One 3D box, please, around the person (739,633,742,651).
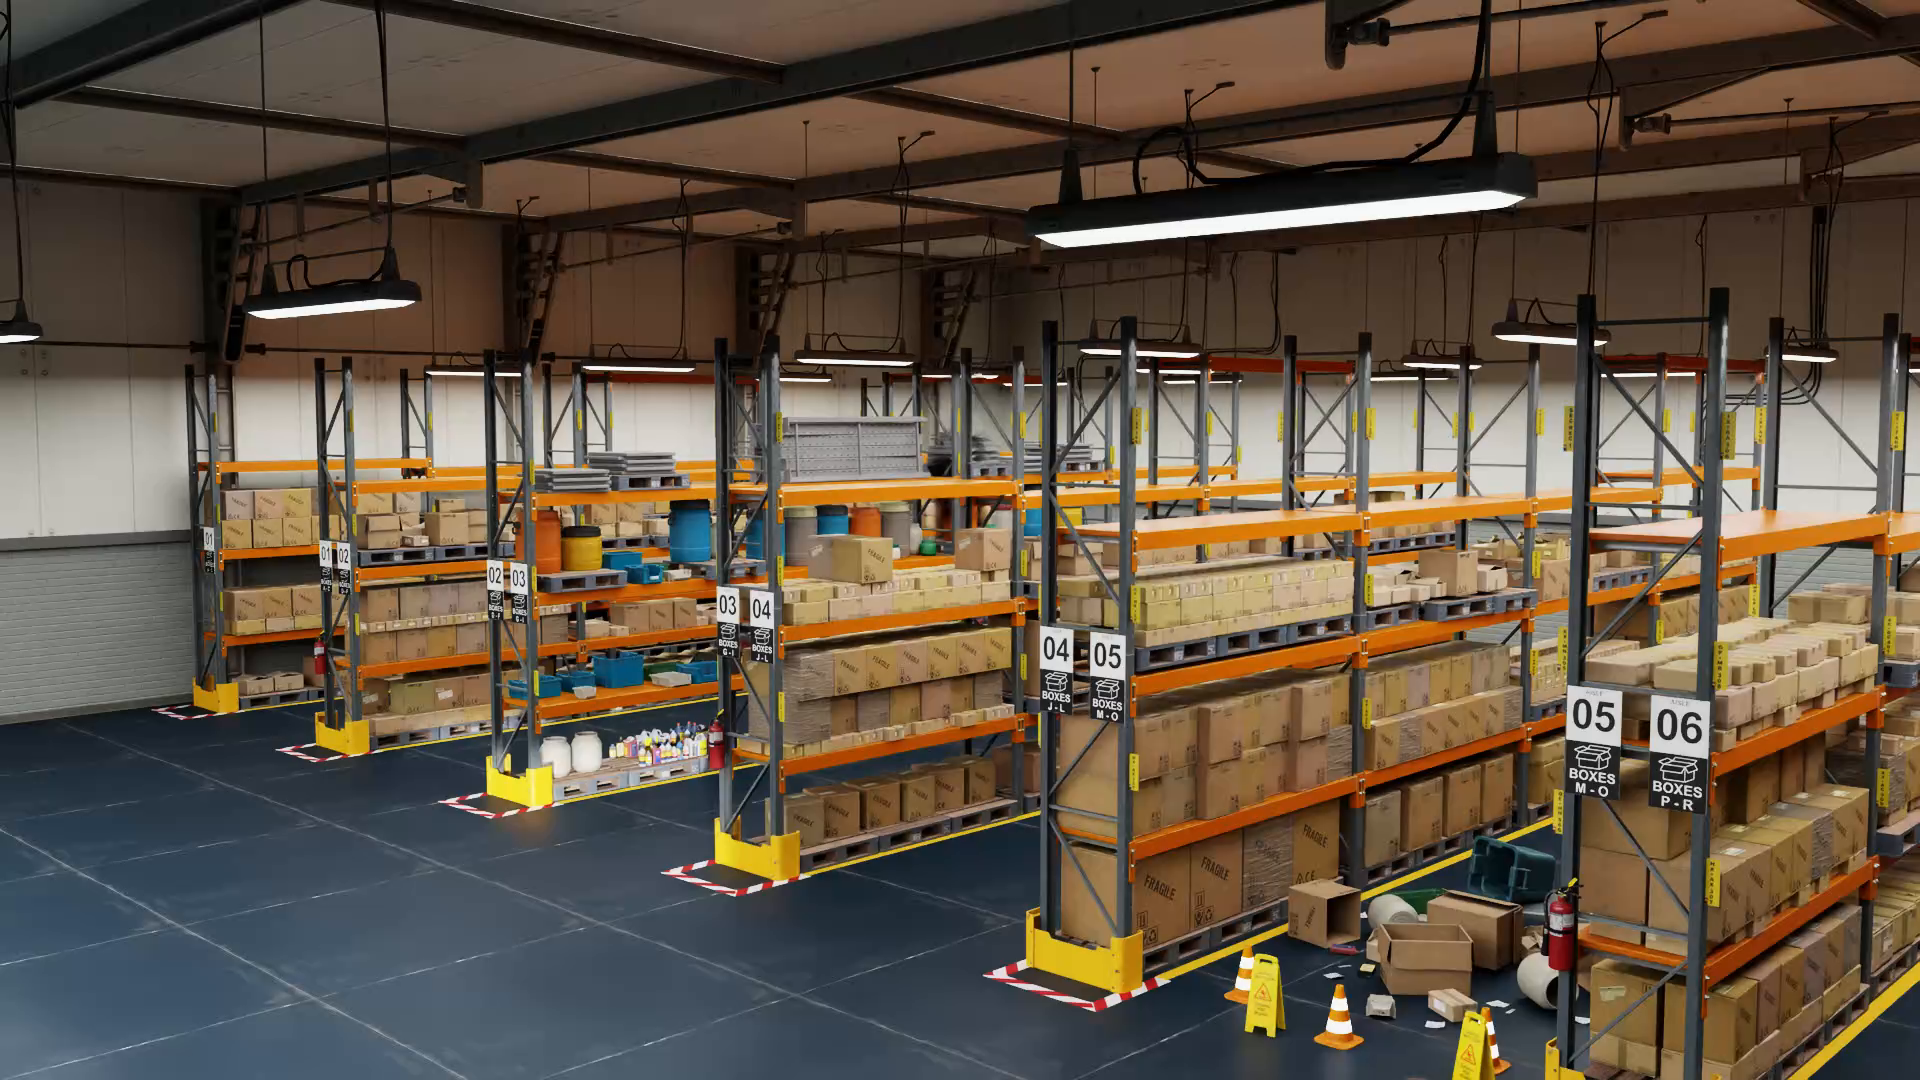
[{"bbox_3d":[-4.531,1.741,33.448,0.711,1.765,0.880,4,6,44],"label":"person"}]
